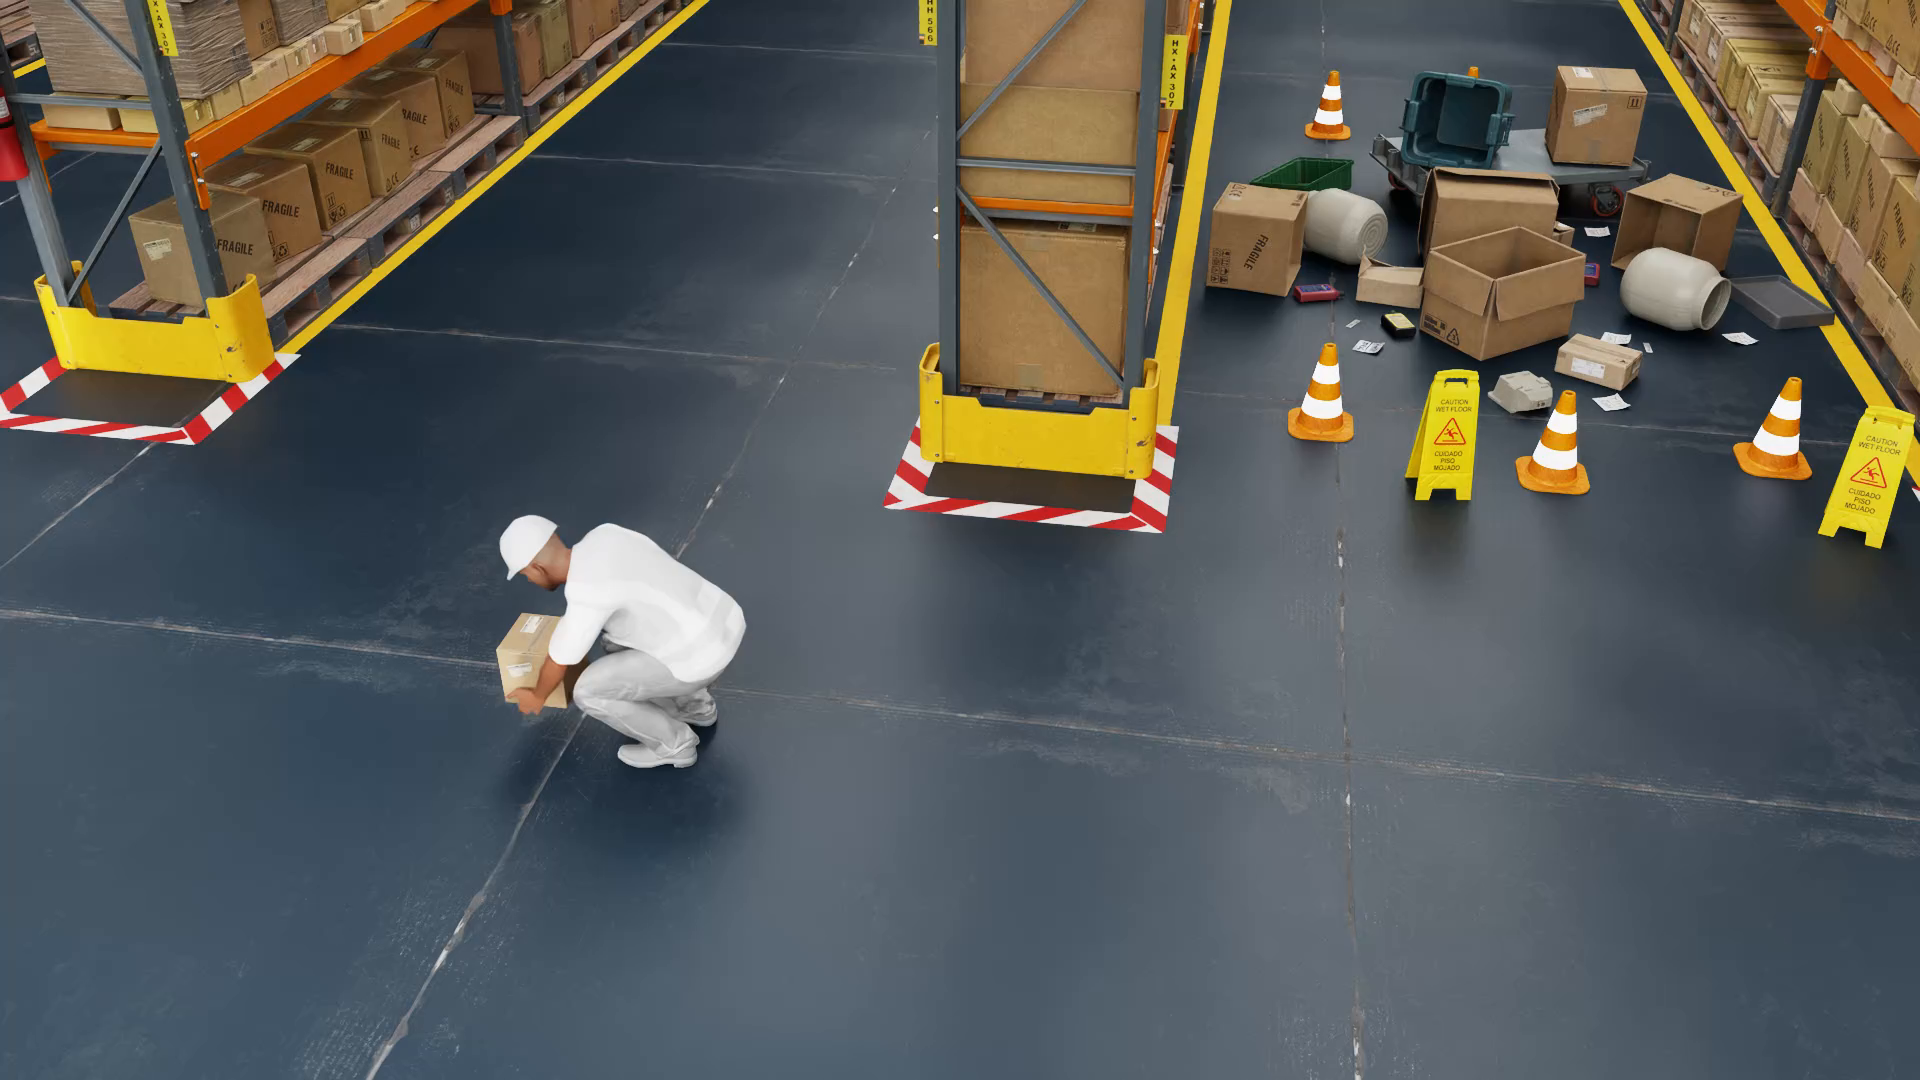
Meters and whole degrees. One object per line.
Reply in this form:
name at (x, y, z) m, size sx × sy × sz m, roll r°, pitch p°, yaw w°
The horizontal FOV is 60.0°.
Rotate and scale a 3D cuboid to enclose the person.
person at (-1.279, 0.358, 6.264) m, size 0.902 × 1.011 × 0.546 m, roll 5°, pitch 32°, yaw 7°
